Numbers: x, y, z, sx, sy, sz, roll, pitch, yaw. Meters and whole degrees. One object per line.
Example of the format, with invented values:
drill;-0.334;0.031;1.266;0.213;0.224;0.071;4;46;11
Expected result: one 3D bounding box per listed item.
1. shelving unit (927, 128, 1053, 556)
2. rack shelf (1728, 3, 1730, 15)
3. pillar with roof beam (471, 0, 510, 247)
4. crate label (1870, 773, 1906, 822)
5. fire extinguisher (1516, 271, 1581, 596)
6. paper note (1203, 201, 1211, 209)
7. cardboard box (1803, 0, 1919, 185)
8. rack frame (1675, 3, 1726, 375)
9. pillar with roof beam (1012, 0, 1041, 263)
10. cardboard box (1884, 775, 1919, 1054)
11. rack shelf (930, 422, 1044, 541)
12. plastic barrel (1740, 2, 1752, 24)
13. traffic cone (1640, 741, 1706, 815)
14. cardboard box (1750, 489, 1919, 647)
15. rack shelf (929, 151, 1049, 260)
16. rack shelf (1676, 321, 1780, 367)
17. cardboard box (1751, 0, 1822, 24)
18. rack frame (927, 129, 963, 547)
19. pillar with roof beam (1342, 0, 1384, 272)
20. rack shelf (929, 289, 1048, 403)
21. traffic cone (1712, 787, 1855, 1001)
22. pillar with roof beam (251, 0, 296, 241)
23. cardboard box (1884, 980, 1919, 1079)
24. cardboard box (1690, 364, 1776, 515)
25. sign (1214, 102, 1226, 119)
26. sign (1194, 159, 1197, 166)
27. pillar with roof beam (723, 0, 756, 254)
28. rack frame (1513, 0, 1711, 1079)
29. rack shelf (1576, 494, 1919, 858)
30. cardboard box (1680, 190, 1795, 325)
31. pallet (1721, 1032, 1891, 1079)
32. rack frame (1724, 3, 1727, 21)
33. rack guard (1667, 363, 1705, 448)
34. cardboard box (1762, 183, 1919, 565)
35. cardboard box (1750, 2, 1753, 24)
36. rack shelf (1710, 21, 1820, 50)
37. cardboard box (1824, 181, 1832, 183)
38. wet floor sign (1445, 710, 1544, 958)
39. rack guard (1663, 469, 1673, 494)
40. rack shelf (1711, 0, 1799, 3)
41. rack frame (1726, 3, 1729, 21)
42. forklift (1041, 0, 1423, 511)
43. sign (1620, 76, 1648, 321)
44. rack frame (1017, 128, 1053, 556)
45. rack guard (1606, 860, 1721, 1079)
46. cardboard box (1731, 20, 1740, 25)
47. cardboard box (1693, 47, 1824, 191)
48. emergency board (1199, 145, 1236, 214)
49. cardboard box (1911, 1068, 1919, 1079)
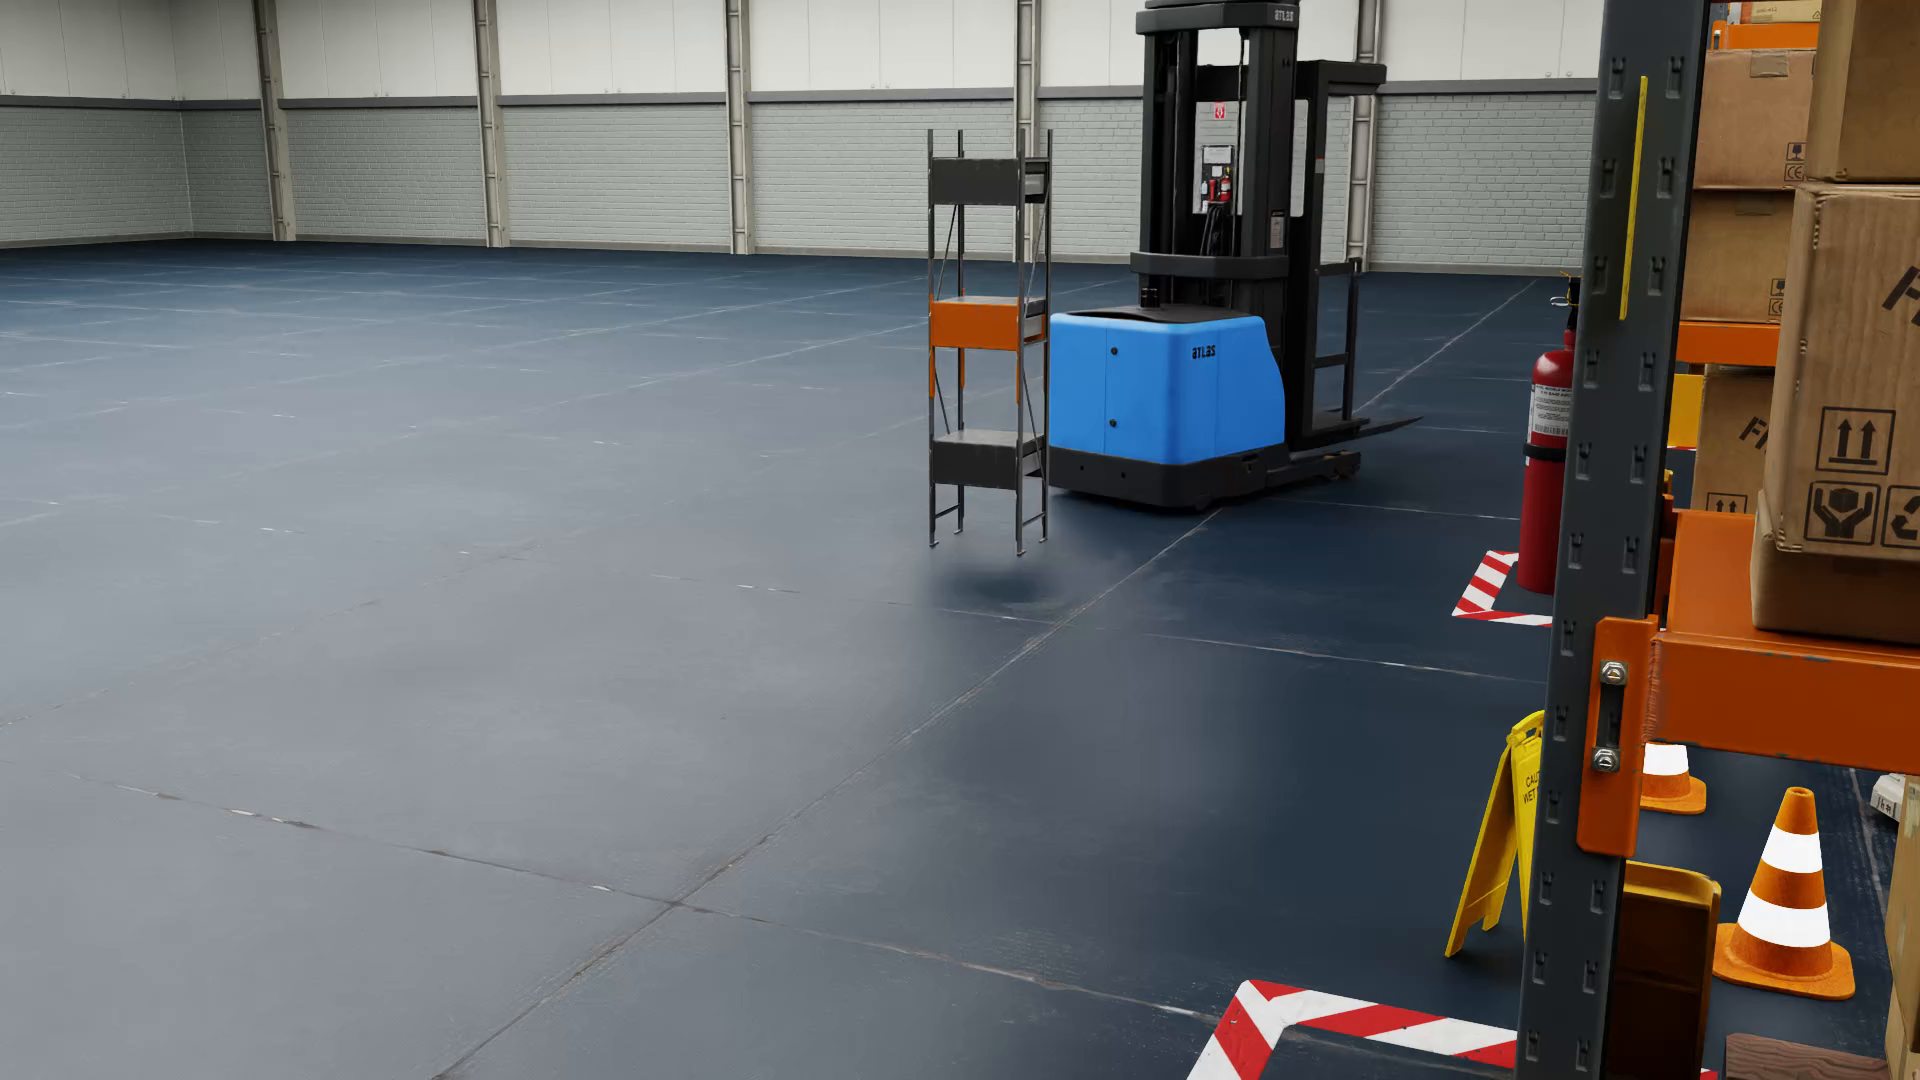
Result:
shelving unit;0.151;-1.007;8.450;0.503;2.100;0.431;6;14;23
rack shelf;13.012;-7.720;23.536;4.000;0.370;1.077;6;14;23
pillar with roof beam;-11.513;-9.694;30.368;0.400;9.000;9.100;6;14;23
crate label;2.949;0.798;5.053;0.298;0.136;0.250;-1;13;-6
fire extinguisher;1.233;-0.231;3.344;0.183;0.674;0.296;6;14;23
paper note;4.310;-5.845;29.028;0.142;0.148;0.016;6;14;23
cardboard box;1.706;-0.841;2.713;0.500;0.500;0.700;5;14;22
rack frame;5.165;-2.232;11.701;0.127;3.000;1.000;6;14;23
pillar with roof beam;-0.541;-8.583;25.636;0.400;9.000;9.100;6;14;23
cardboard box;1.989;0.627;2.976;0.500;0.500;0.500;6;14;24
rack shelf;0.151;-0.312;8.613;0.480;0.518;0.431;6;14;23
plastic barrel;7.666;-5.122;15.591;0.708;0.830;0.600;6;14;23
traffic cone;2.205;0.580;5.270;0.334;0.463;0.336;6;14;23
cardboard box;1.377;0.035;2.590;0.250;0.149;0.380;6;14;23
rack shelf;0.151;-1.675;8.293;0.480;0.518;0.431;6;14;23
rack shelf;4.892;-0.670;6.619;4.000;0.370;1.077;6;14;23
cardboard box;5.500;-3.521;10.955;0.500;0.250;0.500;6;15;25
rack frame;-0.072;-1.029;8.546;0.015;2.100;0.400;6;14;23
pillar with roof beam;4.944;-8.028;23.270;0.400;9.000;9.100;6;14;23
rack shelf;0.151;-0.994;8.453;0.480;0.518;0.431;6;14;23
traffic cone;2.066;0.843;4.148;0.334;0.463;0.336;6;14;23
pillar with roof beam;-16.999;-10.249;32.734;0.400;9.000;9.100;6;14;23
cardboard box;2.021;0.993;3.057;0.500;0.250;0.500;6;14;23
cardboard box;3.710;-0.326;7.312;0.875;0.875;0.875;6;14;24
sign;4.477;-7.394;28.623;0.199;0.298;0.001;6;14;23
sign;3.981;-6.589;29.032;0.331;0.109;0.001;6;14;23
pillar with roof beam;-6.027;-9.139;28.002;0.400;9.000;9.100;6;14;23
rack frame;1.151;-0.162;2.880;0.127;3.000;1.000;6;14;23
rack shelf;2.979;0.373;2.173;4.000;0.370;1.077;6;14;23
cardboard box;3.421;-1.254;7.202;0.550;0.550;0.875;6;14;23
pallet;1.949;1.285;2.816;1.213;0.211;1.003;6;14;23
rack frame;7.171;-6.187;15.424;0.127;3.000;1.000;6;14;23
rack guard;5.234;-1.008;11.956;0.348;0.500;1.175;6;14;23
cardboard box;1.471;-0.254;2.401;0.500;0.500;0.500;6;14;22
cardboard box;5.708;-3.628;11.411;0.500;0.250;0.500;6;15;25
rack shelf;6.993;-3.157;10.652;4.000;0.370;1.077;6;14;23
cardboard box;1.758;-0.363;2.865;0.500;0.500;0.500;6;14;22
wet floor sign;1.410;0.743;4.176;0.232;0.644;0.267;12;18;42
rack guard;3.041;0.009;7.621;0.348;0.500;1.175;6;14;23
rack shelf;4.892;-2.130;6.276;4.000;0.370;1.077;6;14;23
rack frame;9.180;-7.221;19.832;0.127;3.000;1.000;6;14;23
forklift;1.871;-1.858;10.255;1.130;2.935;3.031;13;18;43
sign;0.931;-0.470;2.298;0.005;0.325;0.100;6;14;23
rack frame;0.374;-0.984;8.353;0.015;2.100;0.400;6;14;23
rack guard;1.220;1.062;3.135;0.348;0.500;1.175;6;14;23
cardboard box;11.437;-7.255;24.089;0.500;0.500;0.500;5;14;19
cardboard box;3.387;-1.762;7.004;0.550;0.550;0.875;6;14;23
emergency board;4.444;-6.243;28.796;0.643;1.169;0.194;6;14;23
cardboard box;1.776;1.104;2.581;0.500;0.250;0.500;6;14;23
